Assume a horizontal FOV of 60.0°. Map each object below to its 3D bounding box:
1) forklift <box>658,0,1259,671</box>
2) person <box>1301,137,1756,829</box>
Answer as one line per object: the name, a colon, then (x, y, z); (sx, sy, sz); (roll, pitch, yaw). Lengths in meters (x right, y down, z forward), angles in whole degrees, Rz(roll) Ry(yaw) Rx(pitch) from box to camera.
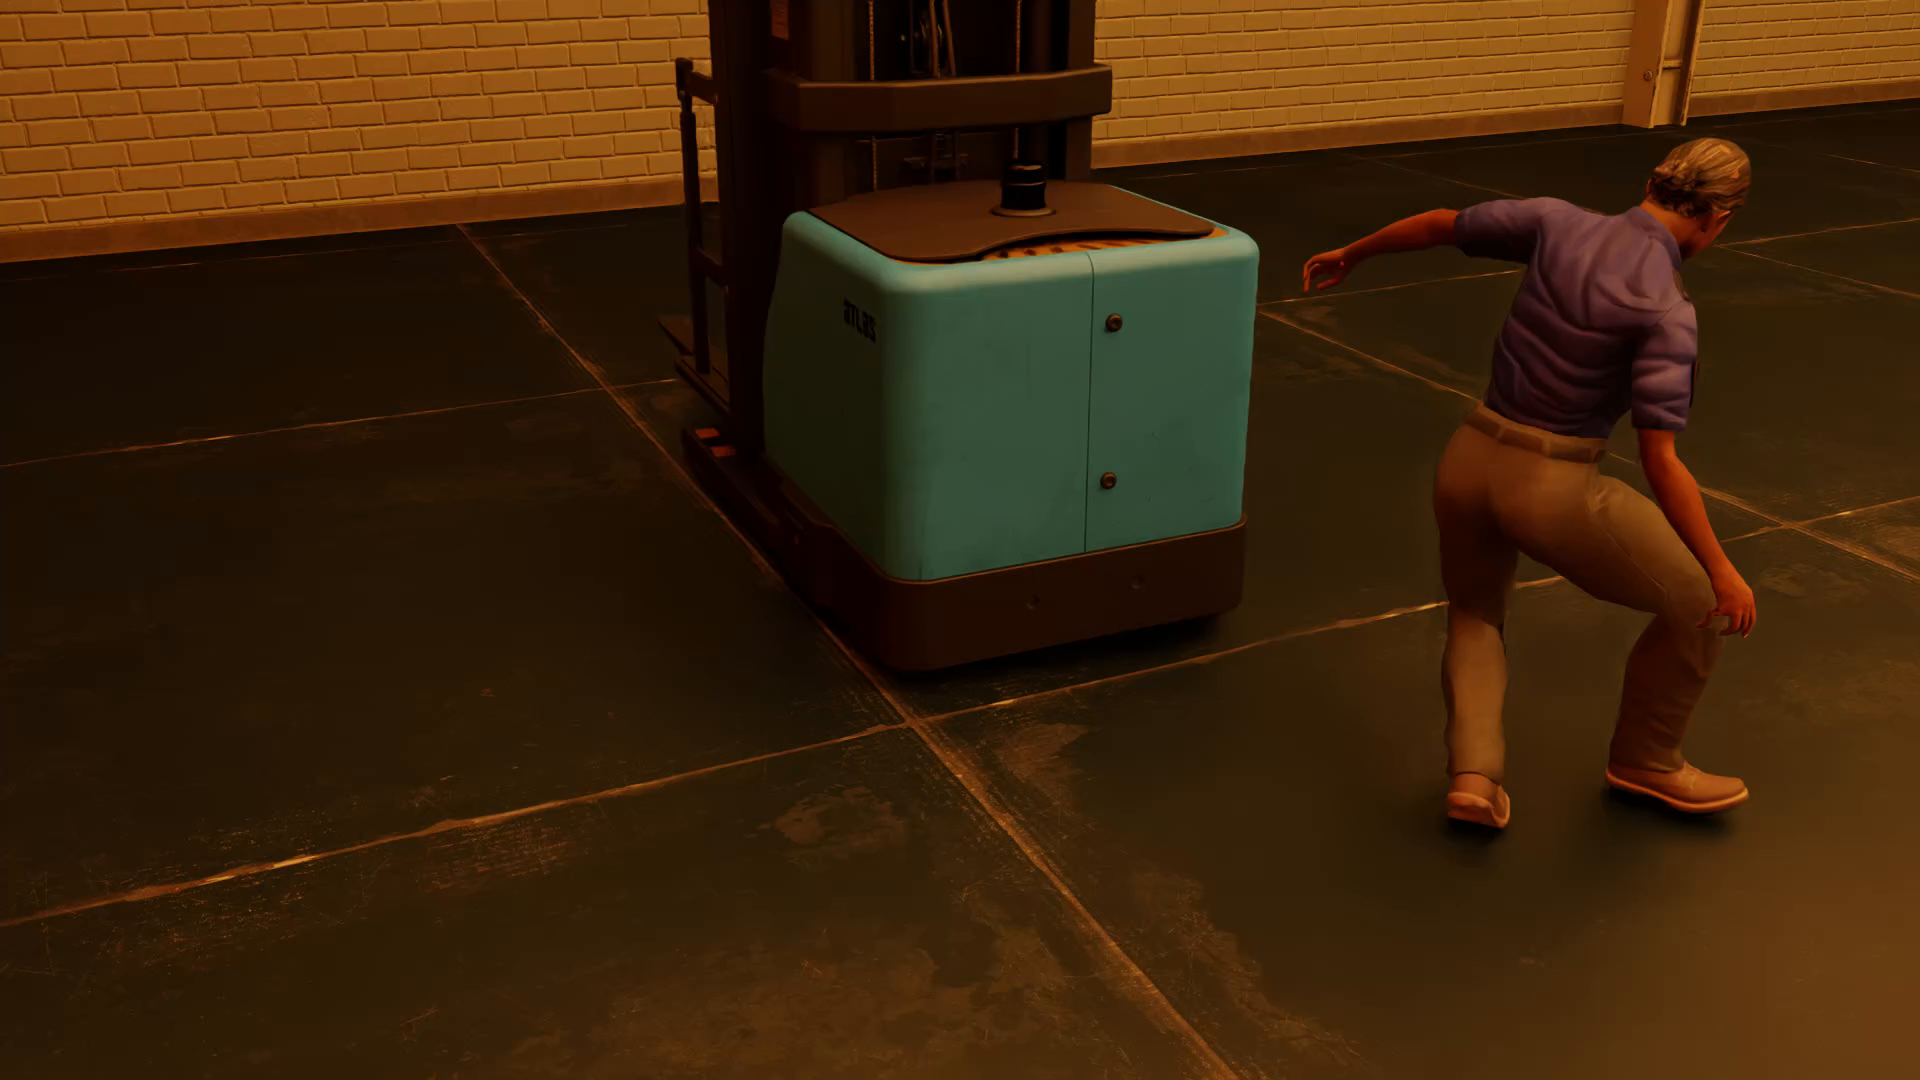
forklift: (-0.290, -1.560, 5.041); (1.130, 2.935, 3.031); (-10, 24, -22)
person: (1.222, -0.139, 3.559); (0.659, 1.449, 1.105); (-11, 25, -26)
